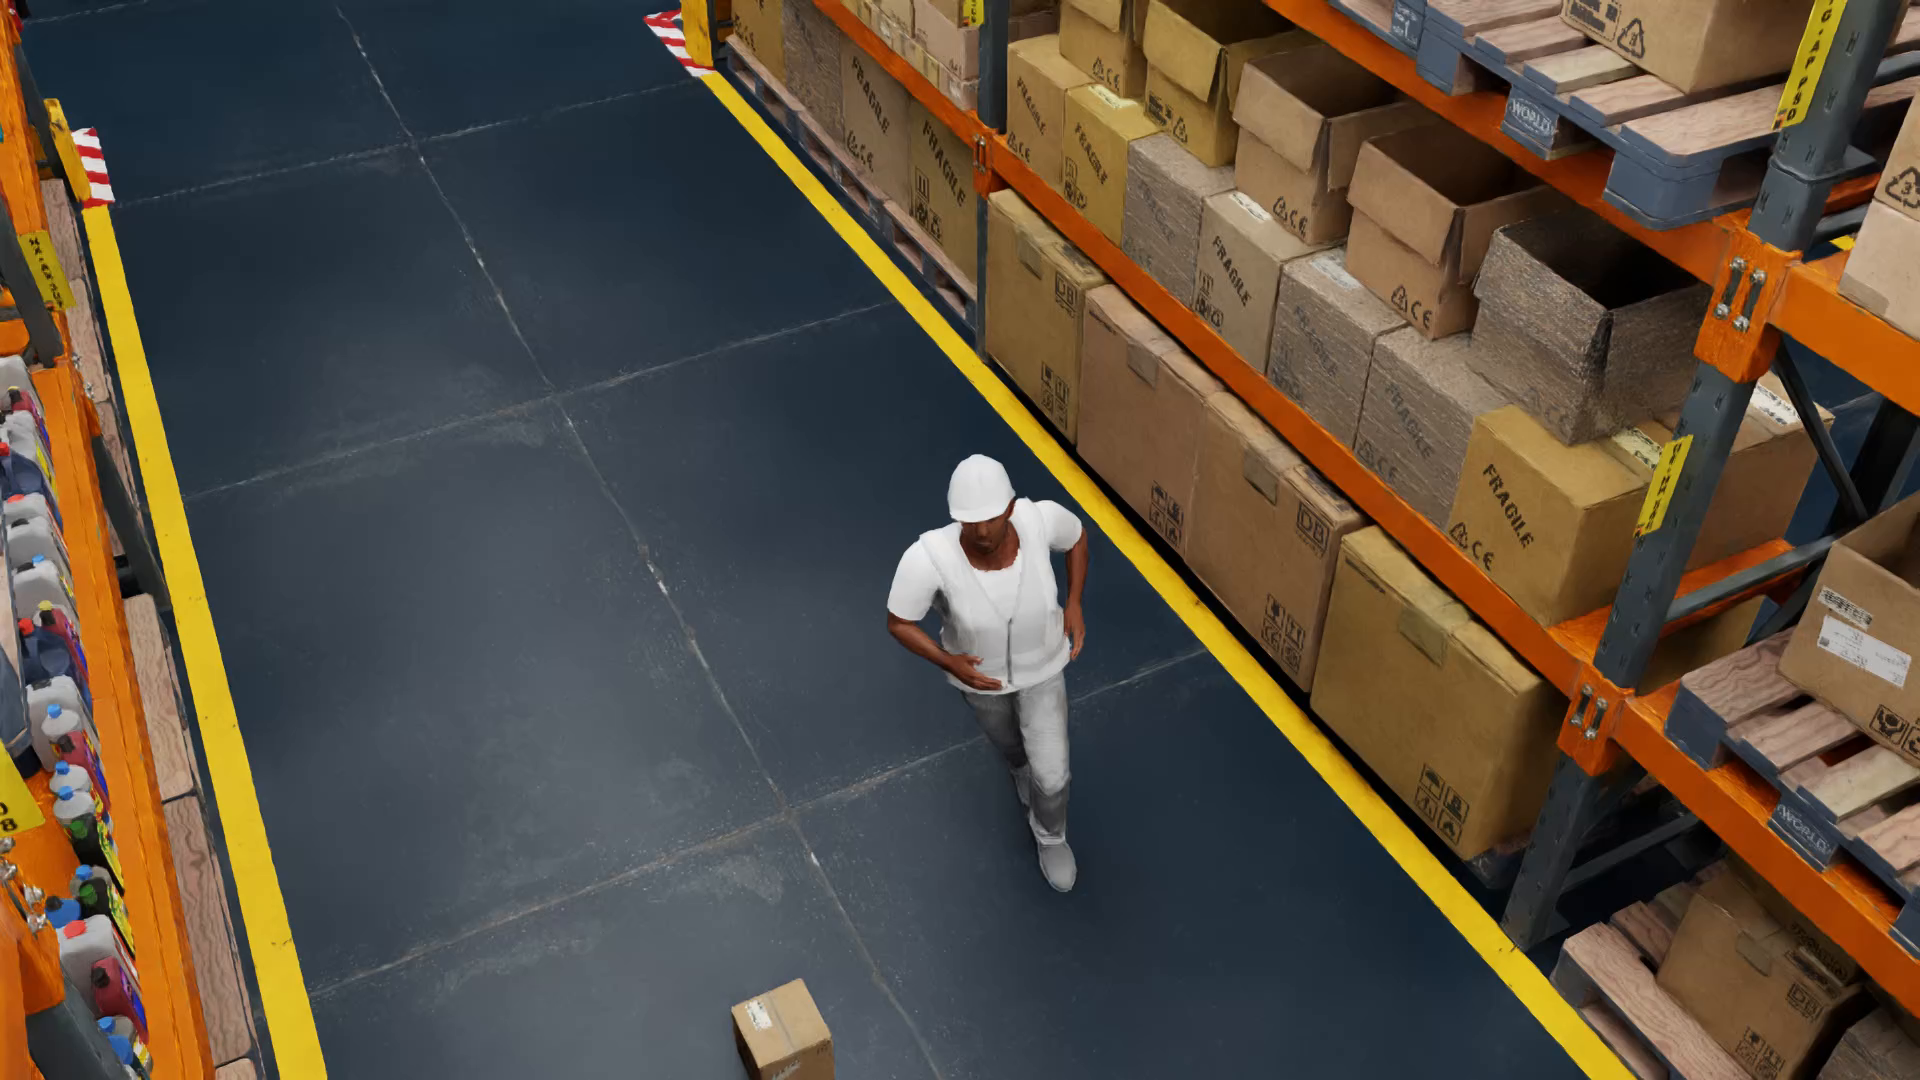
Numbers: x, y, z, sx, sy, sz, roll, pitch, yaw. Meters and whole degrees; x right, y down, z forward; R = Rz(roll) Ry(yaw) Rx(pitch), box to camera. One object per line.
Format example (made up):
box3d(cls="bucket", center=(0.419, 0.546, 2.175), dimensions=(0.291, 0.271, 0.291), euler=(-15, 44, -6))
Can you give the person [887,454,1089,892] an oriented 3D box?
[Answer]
box3d(cls="person", center=(0.105, 0.430, 5.646), dimensions=(0.695, 1.780, 0.646), euler=(-3, 41, -4))
